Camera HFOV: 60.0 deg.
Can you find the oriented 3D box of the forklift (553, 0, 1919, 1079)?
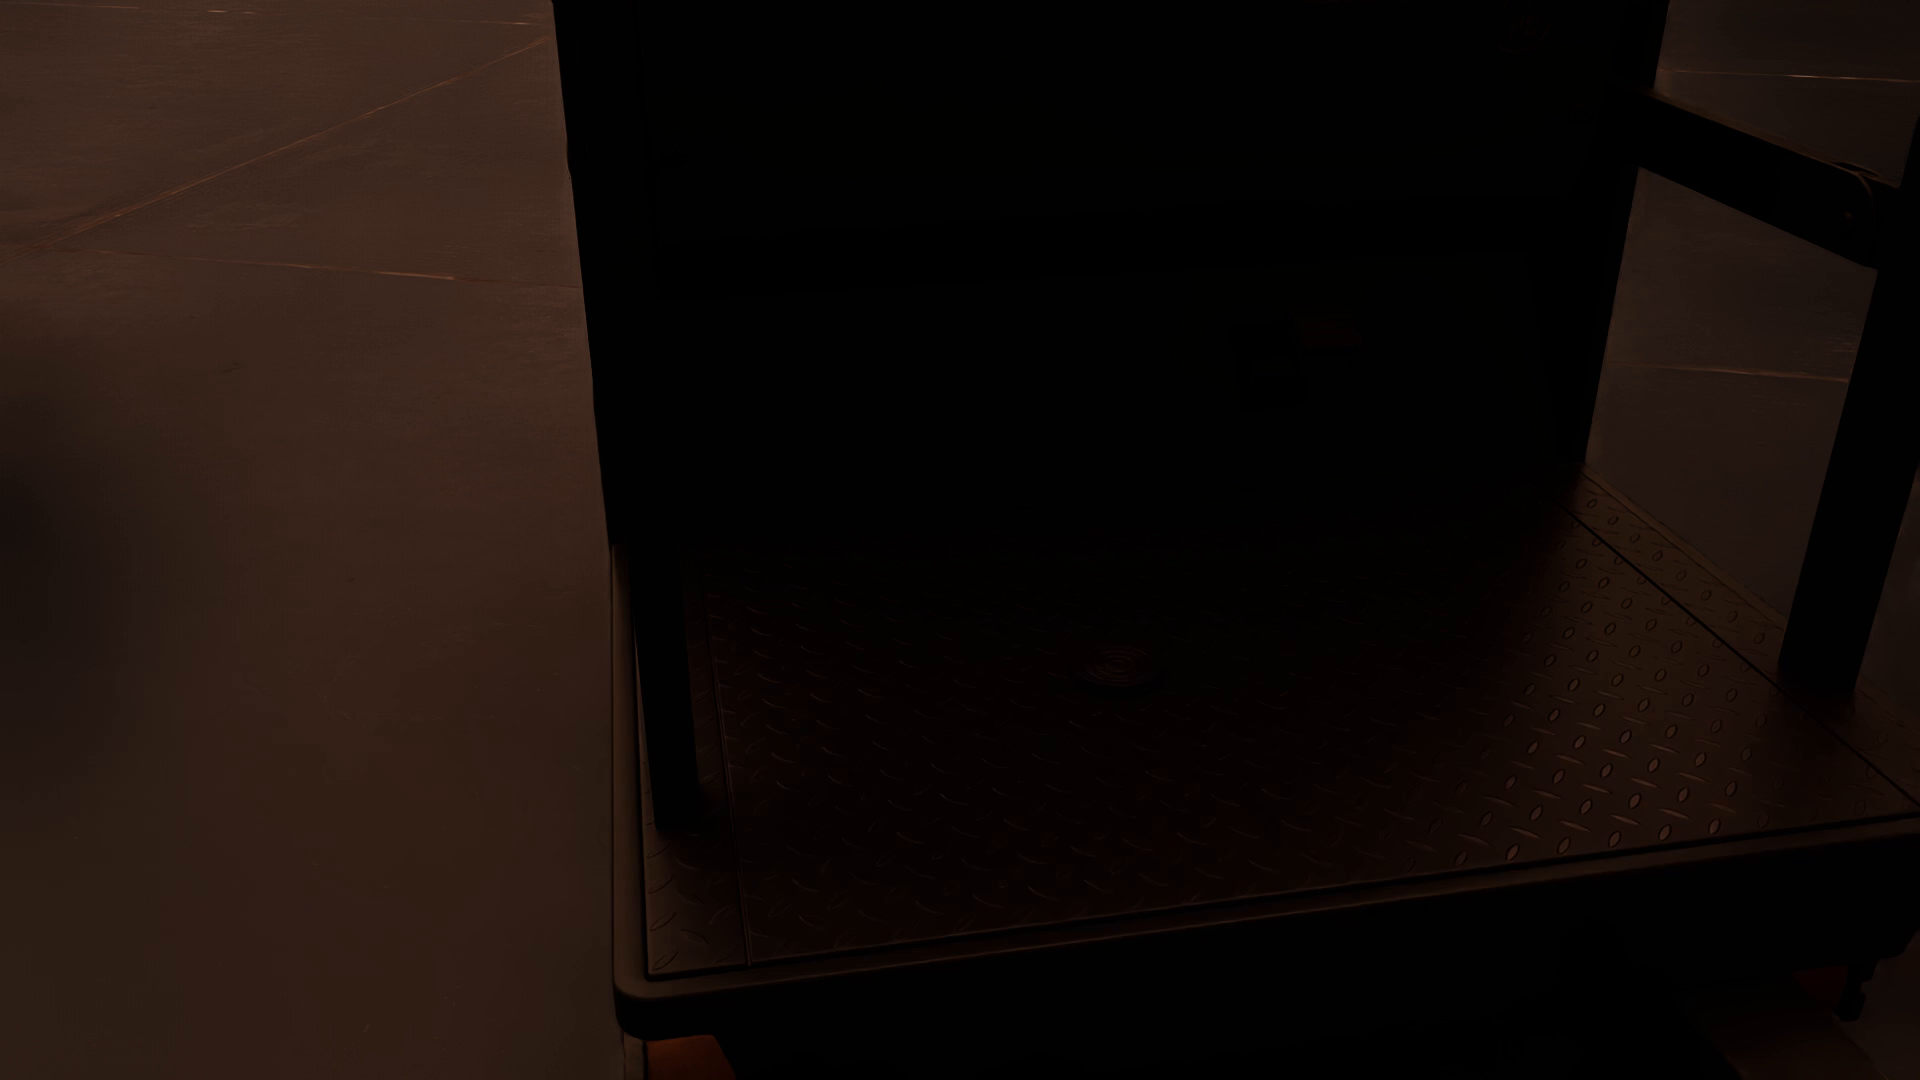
[{"bbox_3d":[0.214,-0.940,1.109,1.130,2.935,3.031,-5,27,-10],"label":"forklift"}]
